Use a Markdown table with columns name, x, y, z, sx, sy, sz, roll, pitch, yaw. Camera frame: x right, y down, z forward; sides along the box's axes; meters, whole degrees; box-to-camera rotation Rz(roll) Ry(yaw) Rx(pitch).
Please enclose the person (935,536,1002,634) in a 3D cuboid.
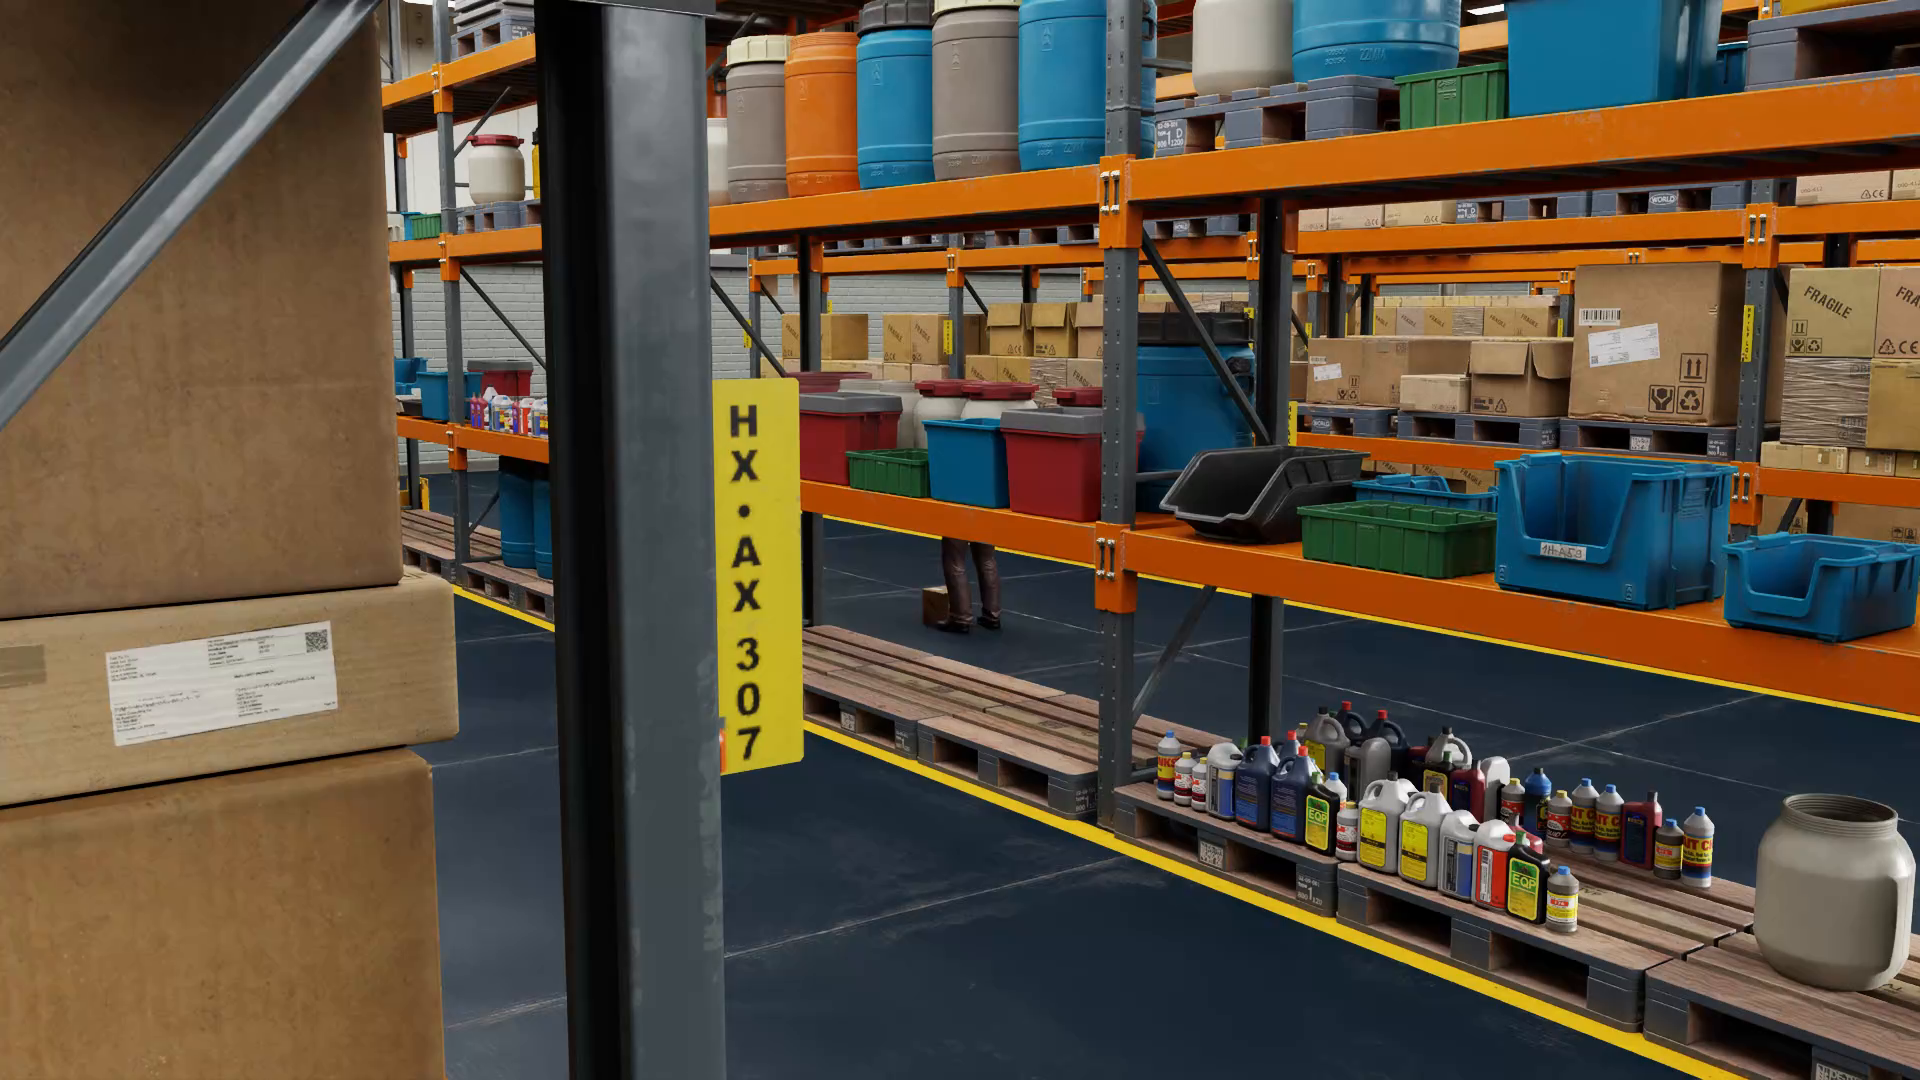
| name | x | y | z | sx | sy | sz | roll | pitch | yaw |
| --- | --- | --- | --- | --- | --- | --- | --- | --- | --- |
| person | 0.071 | -0.223 | 11.537 | 0.589 | 1.721 | 0.414 | -6 | 10 | -38 |
